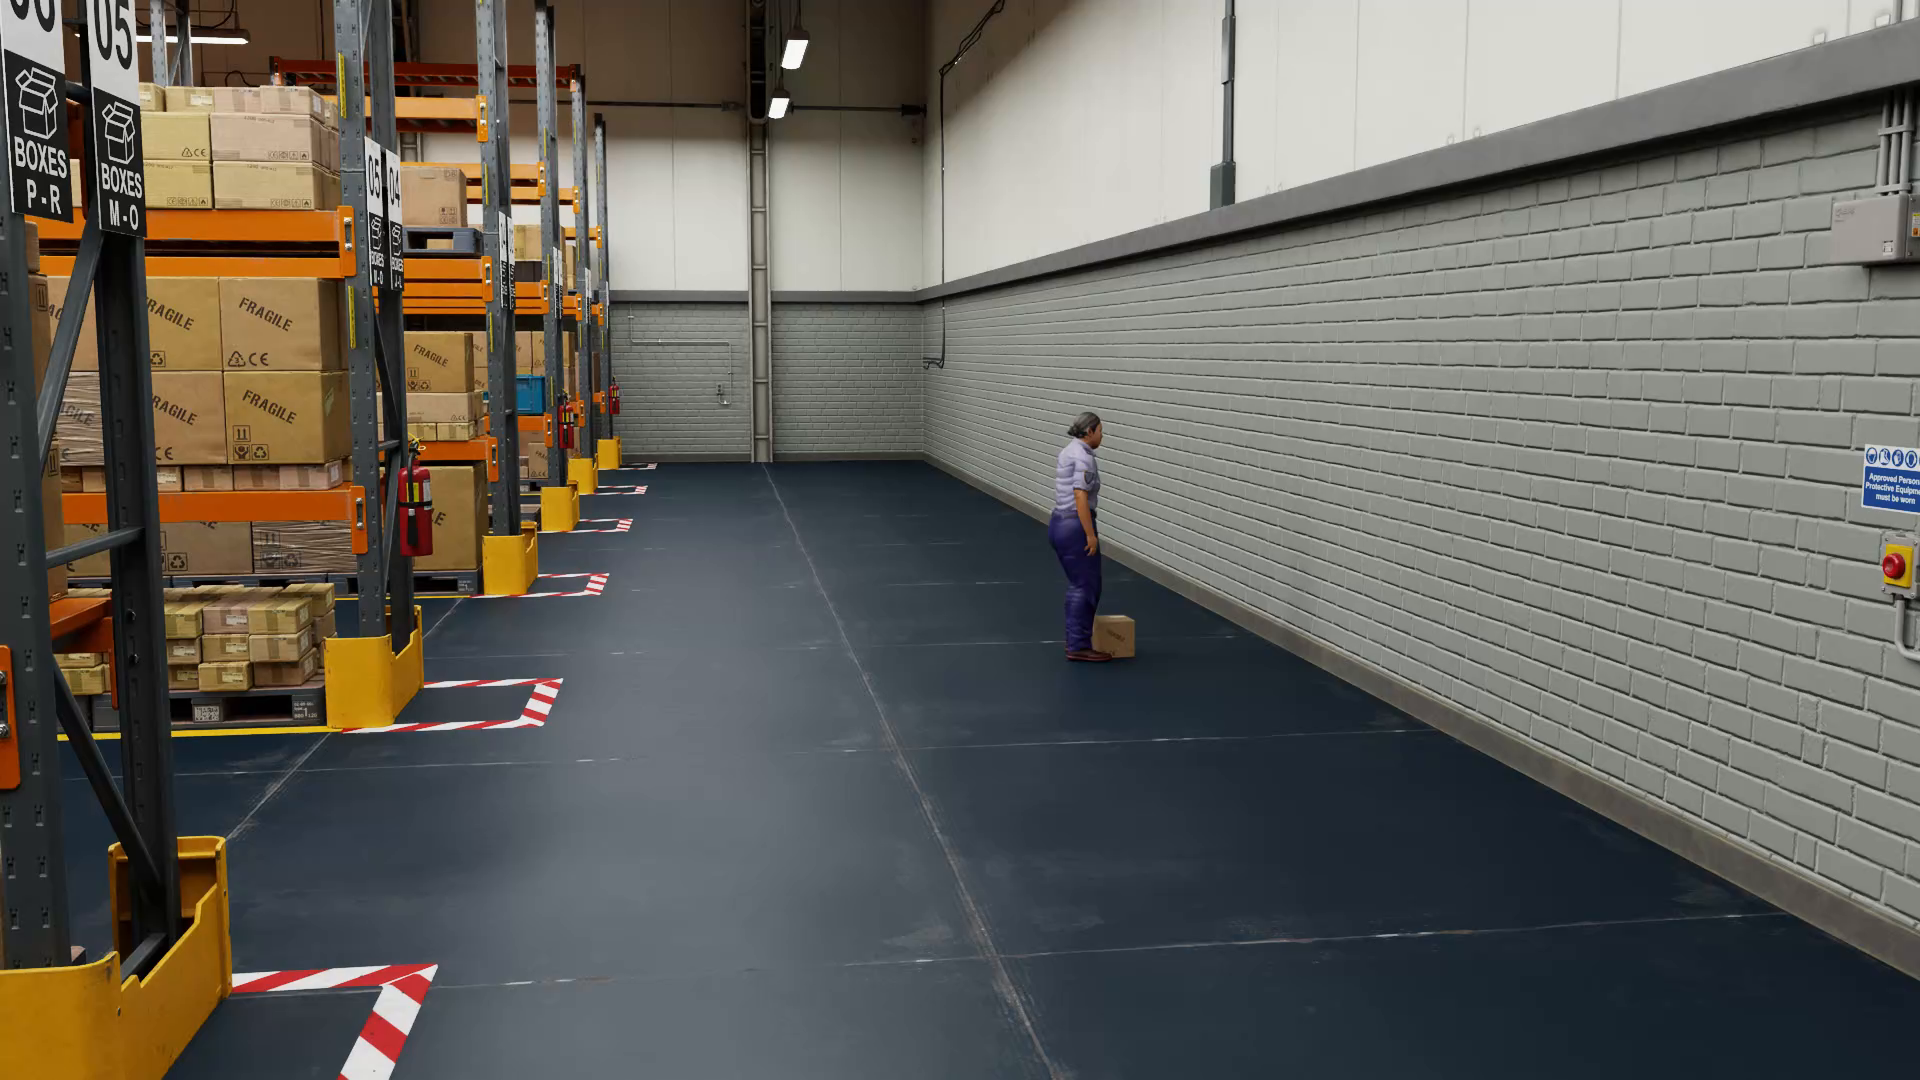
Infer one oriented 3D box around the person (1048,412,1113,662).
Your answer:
[{"bbox_3d":[0.824,-0.035,11.183,0.425,1.650,0.553,-1,7,-12],"label":"person"}]
